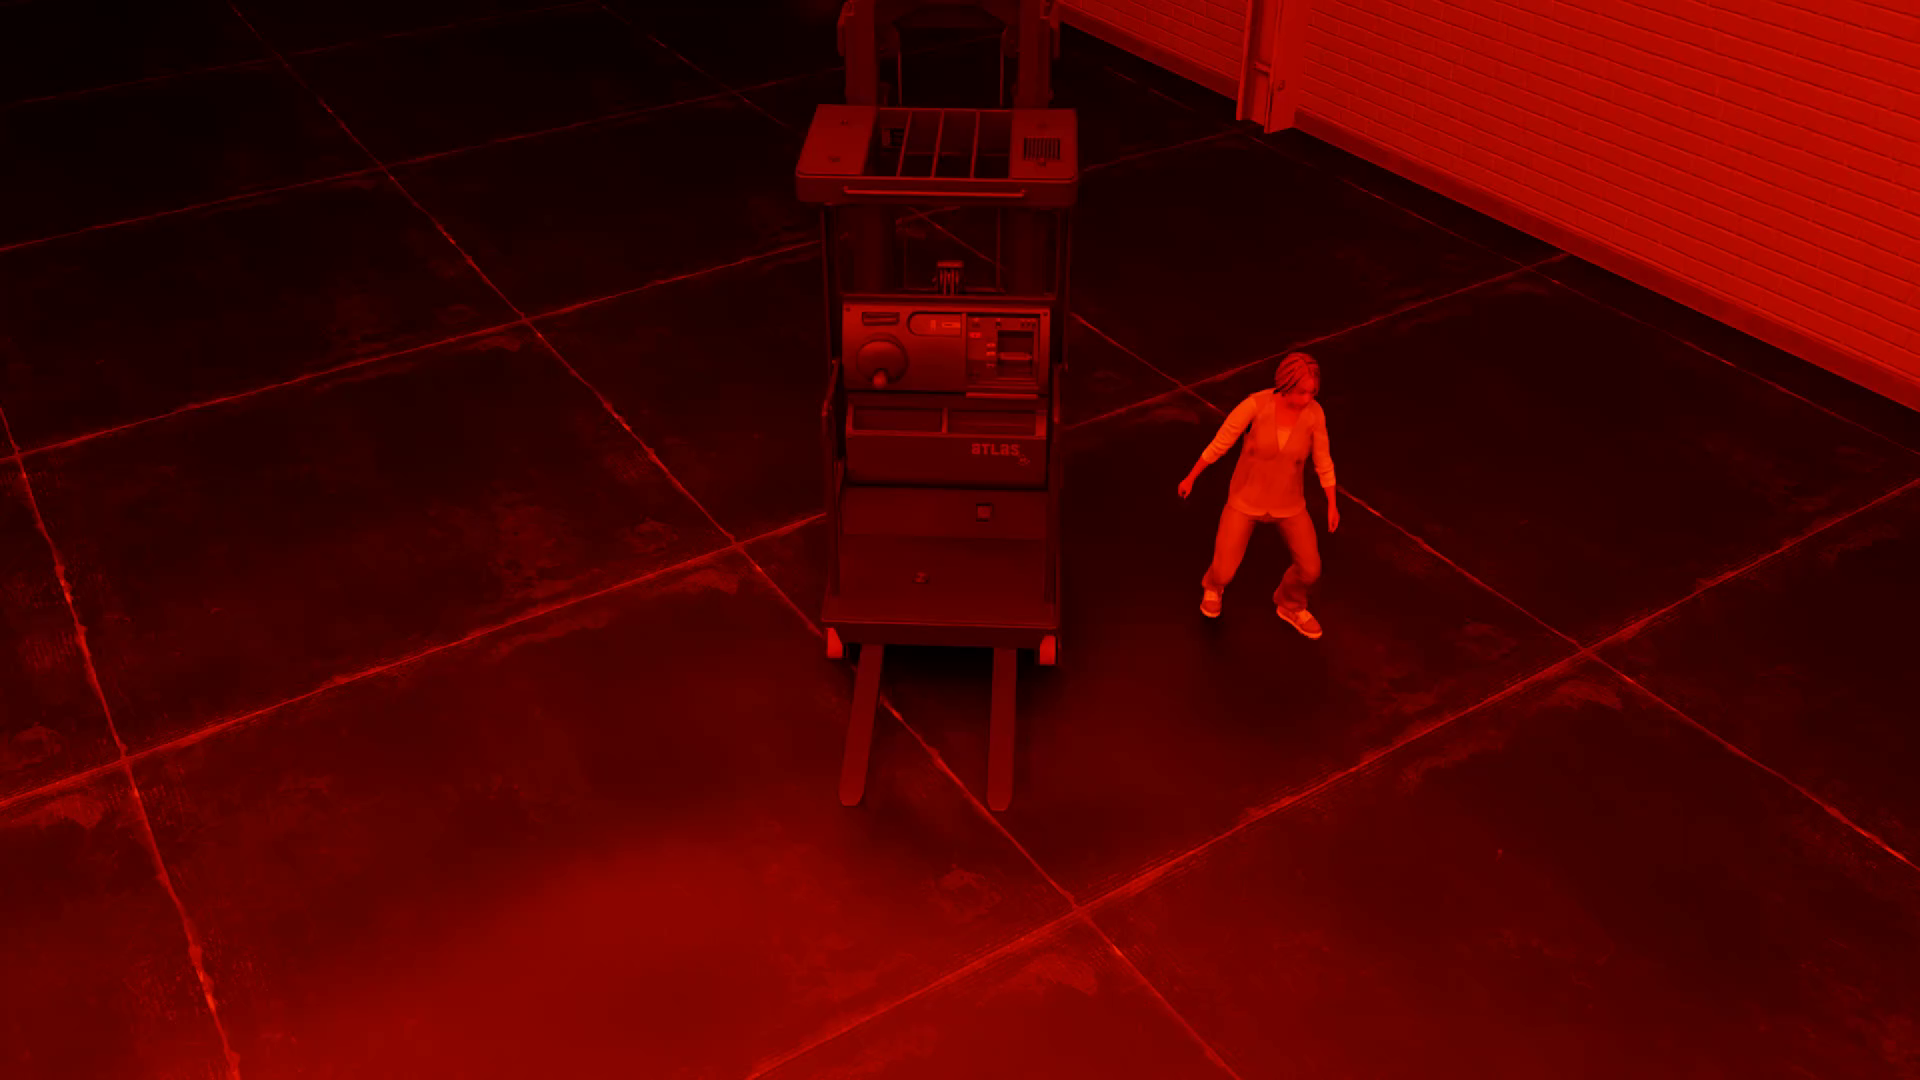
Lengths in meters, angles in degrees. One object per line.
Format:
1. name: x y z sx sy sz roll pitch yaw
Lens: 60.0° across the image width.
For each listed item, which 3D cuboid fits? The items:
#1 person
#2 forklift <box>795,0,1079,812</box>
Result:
1. person: 1.385 -0.209 7.683 0.743 1.524 0.444 2 35 3
2. forklift: -0.070 -0.797 7.282 1.130 2.935 3.031 2 35 2
